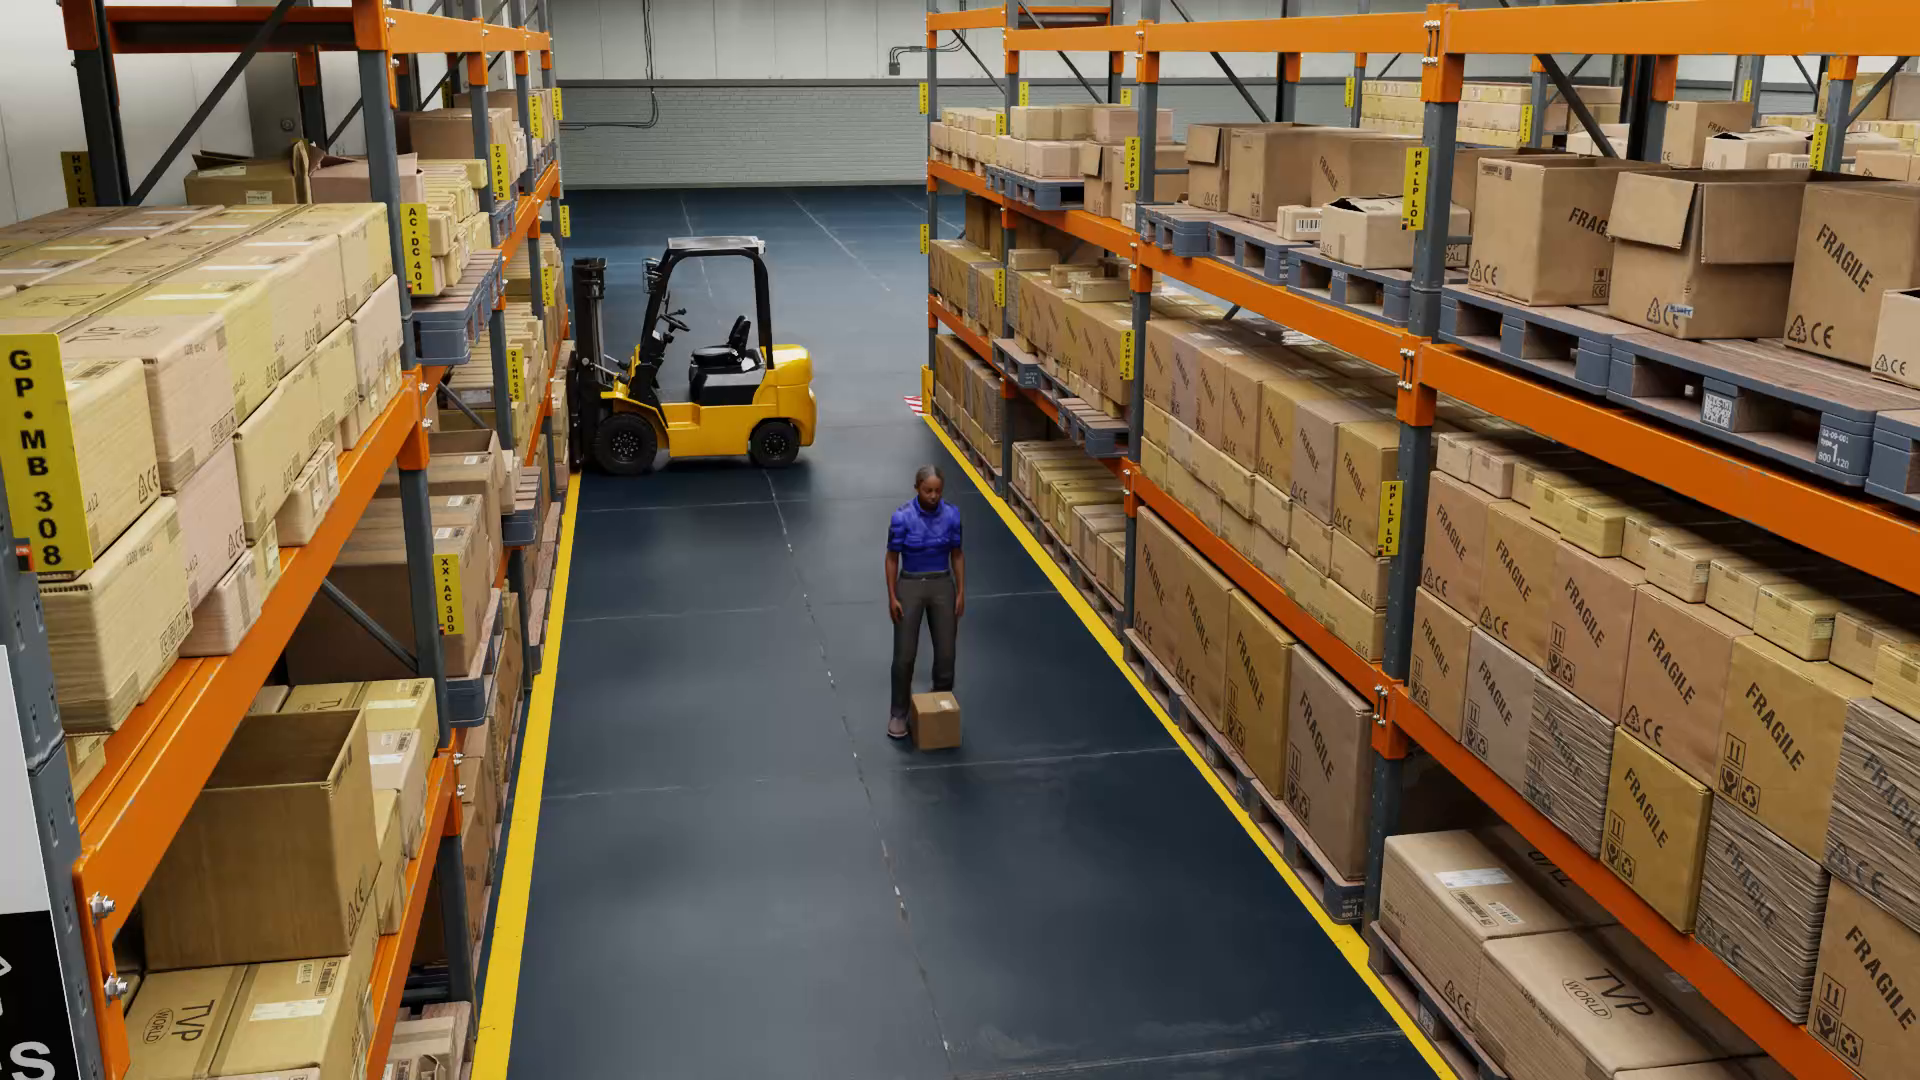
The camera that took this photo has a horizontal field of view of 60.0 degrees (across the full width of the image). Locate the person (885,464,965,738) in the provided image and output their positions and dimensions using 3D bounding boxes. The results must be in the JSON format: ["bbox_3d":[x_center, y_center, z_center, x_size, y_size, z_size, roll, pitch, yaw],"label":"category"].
[{"bbox_3d":[-0.209,0.341,9.891,0.503,1.656,0.349,-4,17,-12],"label":"person"}]
